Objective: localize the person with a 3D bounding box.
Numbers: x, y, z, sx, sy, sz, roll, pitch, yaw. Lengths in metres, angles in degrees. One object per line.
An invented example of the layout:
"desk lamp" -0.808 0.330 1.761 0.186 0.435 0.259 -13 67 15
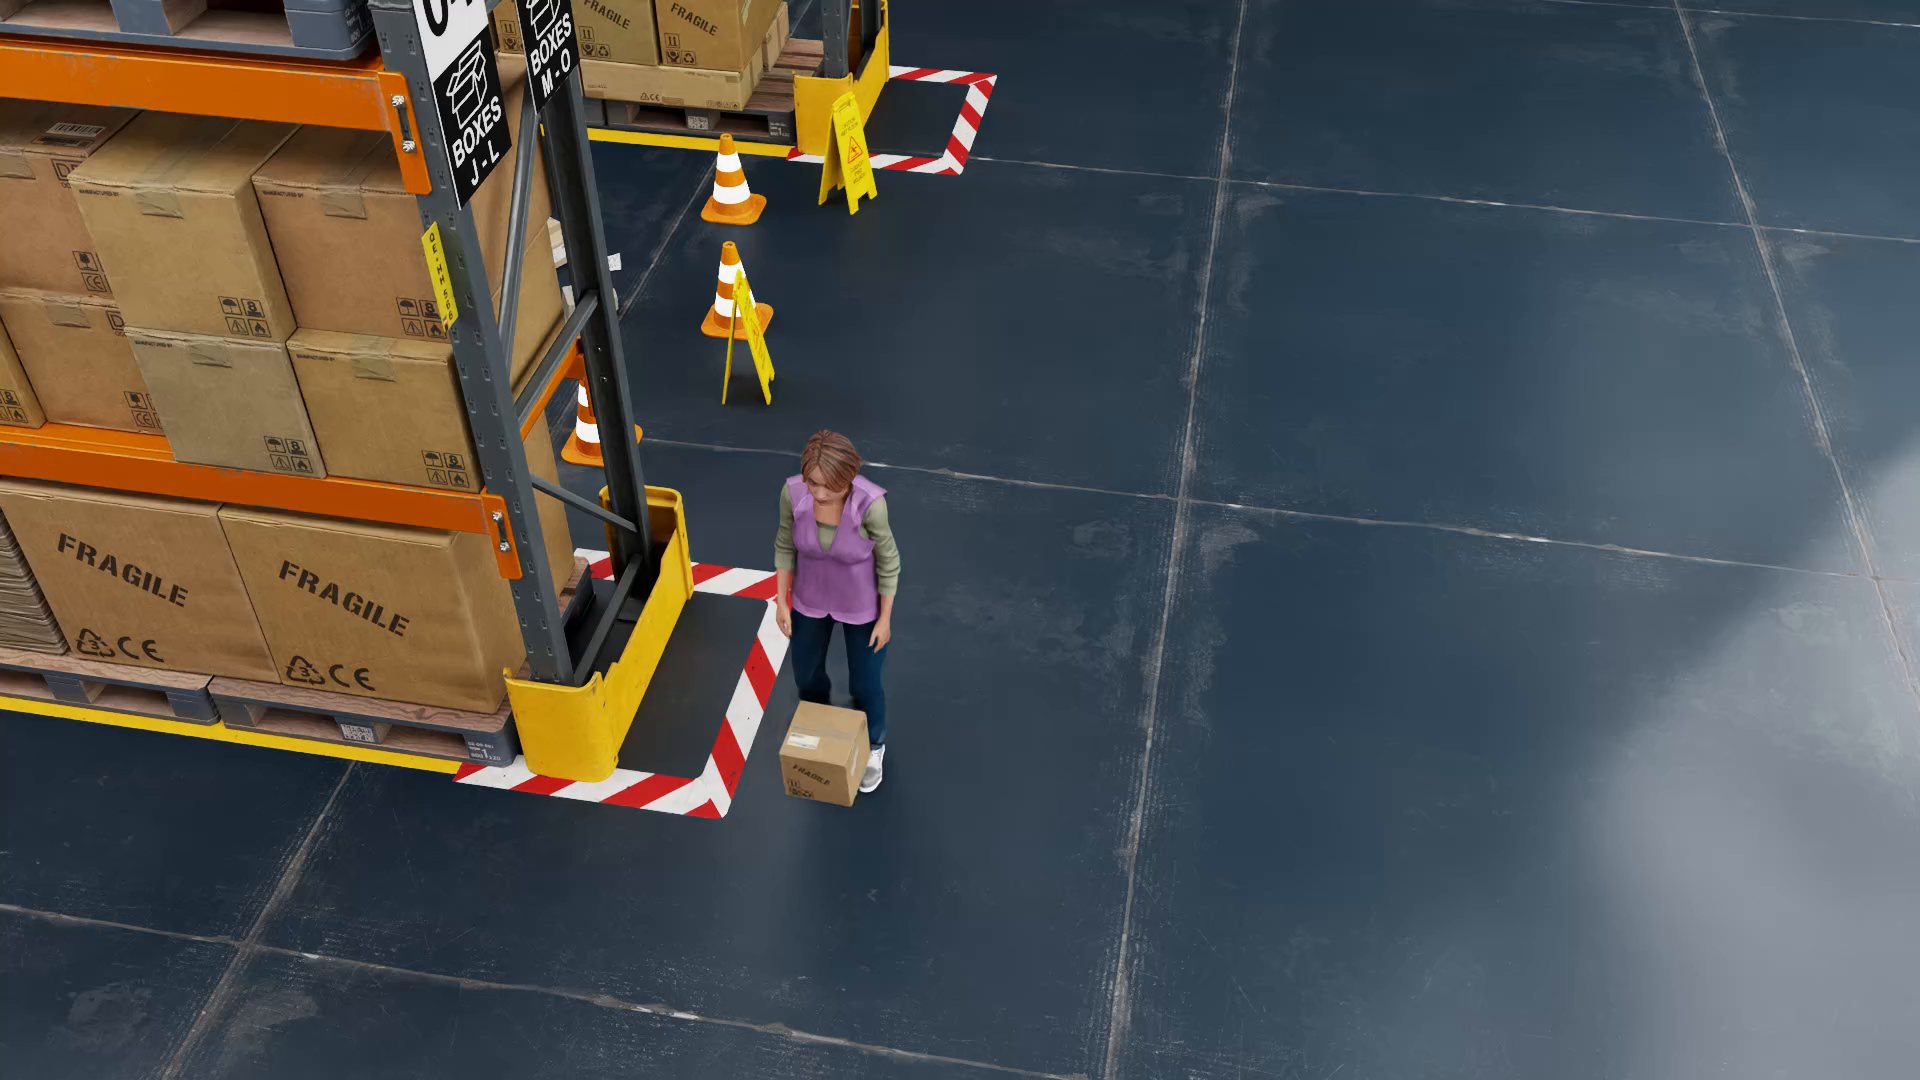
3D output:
"person" -0.431 0.240 5.889 0.456 1.595 0.340 9 42 10
